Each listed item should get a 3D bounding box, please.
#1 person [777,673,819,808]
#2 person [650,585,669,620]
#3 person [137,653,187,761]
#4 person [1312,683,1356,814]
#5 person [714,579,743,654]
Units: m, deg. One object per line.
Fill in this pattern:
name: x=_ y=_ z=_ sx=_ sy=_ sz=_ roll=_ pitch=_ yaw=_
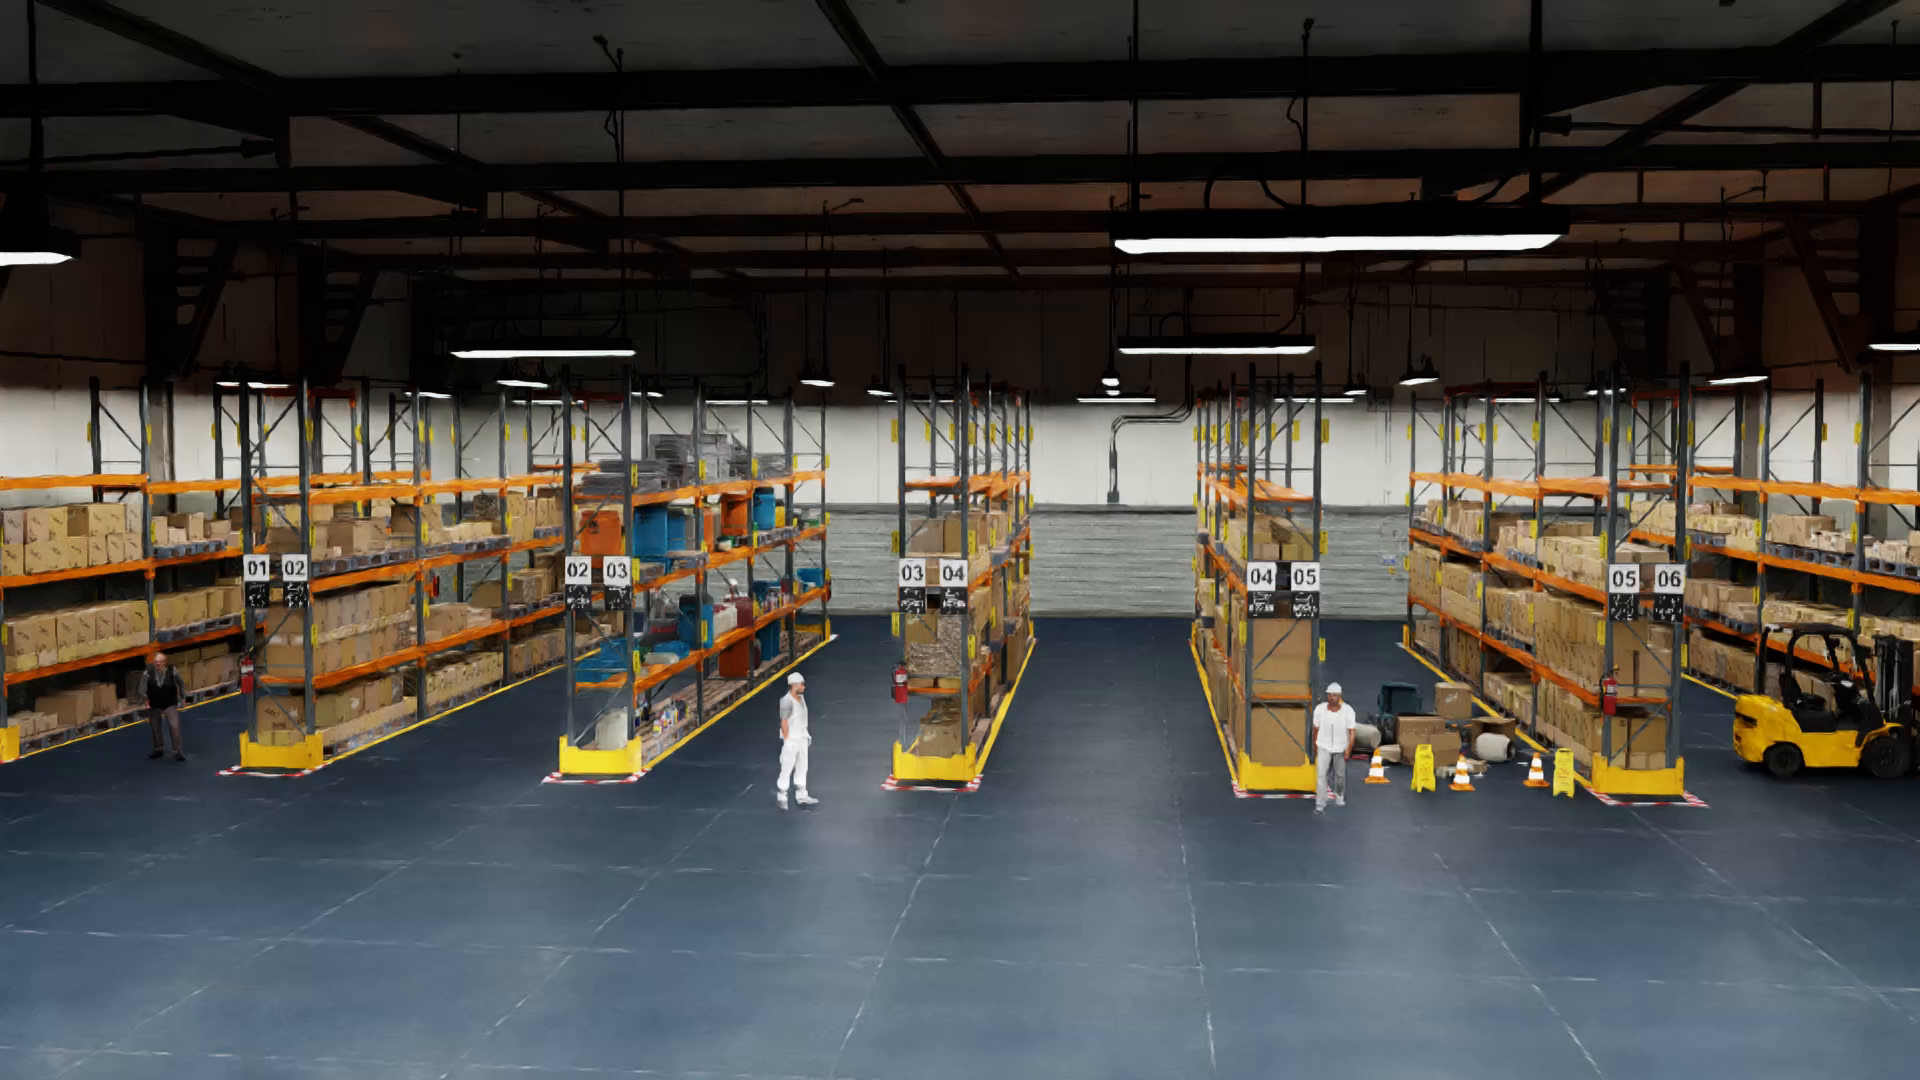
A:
person: x=-2.200 y=2.663 z=22.260 sx=0.433 sy=1.790 sz=0.629 roll=2 pitch=4 yaw=26
person: x=-7.241 y=1.683 z=39.845 sx=0.566 sy=1.541 sz=0.519 roll=0 pitch=4 yaw=3
person: x=-12.188 y=2.531 z=25.413 sx=0.646 sy=1.658 sz=0.795 roll=-1 pitch=4 yaw=-14
person: x=4.933 y=2.731 z=21.939 sx=0.569 sy=1.708 sz=1.042 roll=1 pitch=4 yaw=14
person: x=-5.088 y=1.736 z=37.509 sx=0.579 sy=1.731 sz=0.948 roll=2 pitch=4 yaw=29
